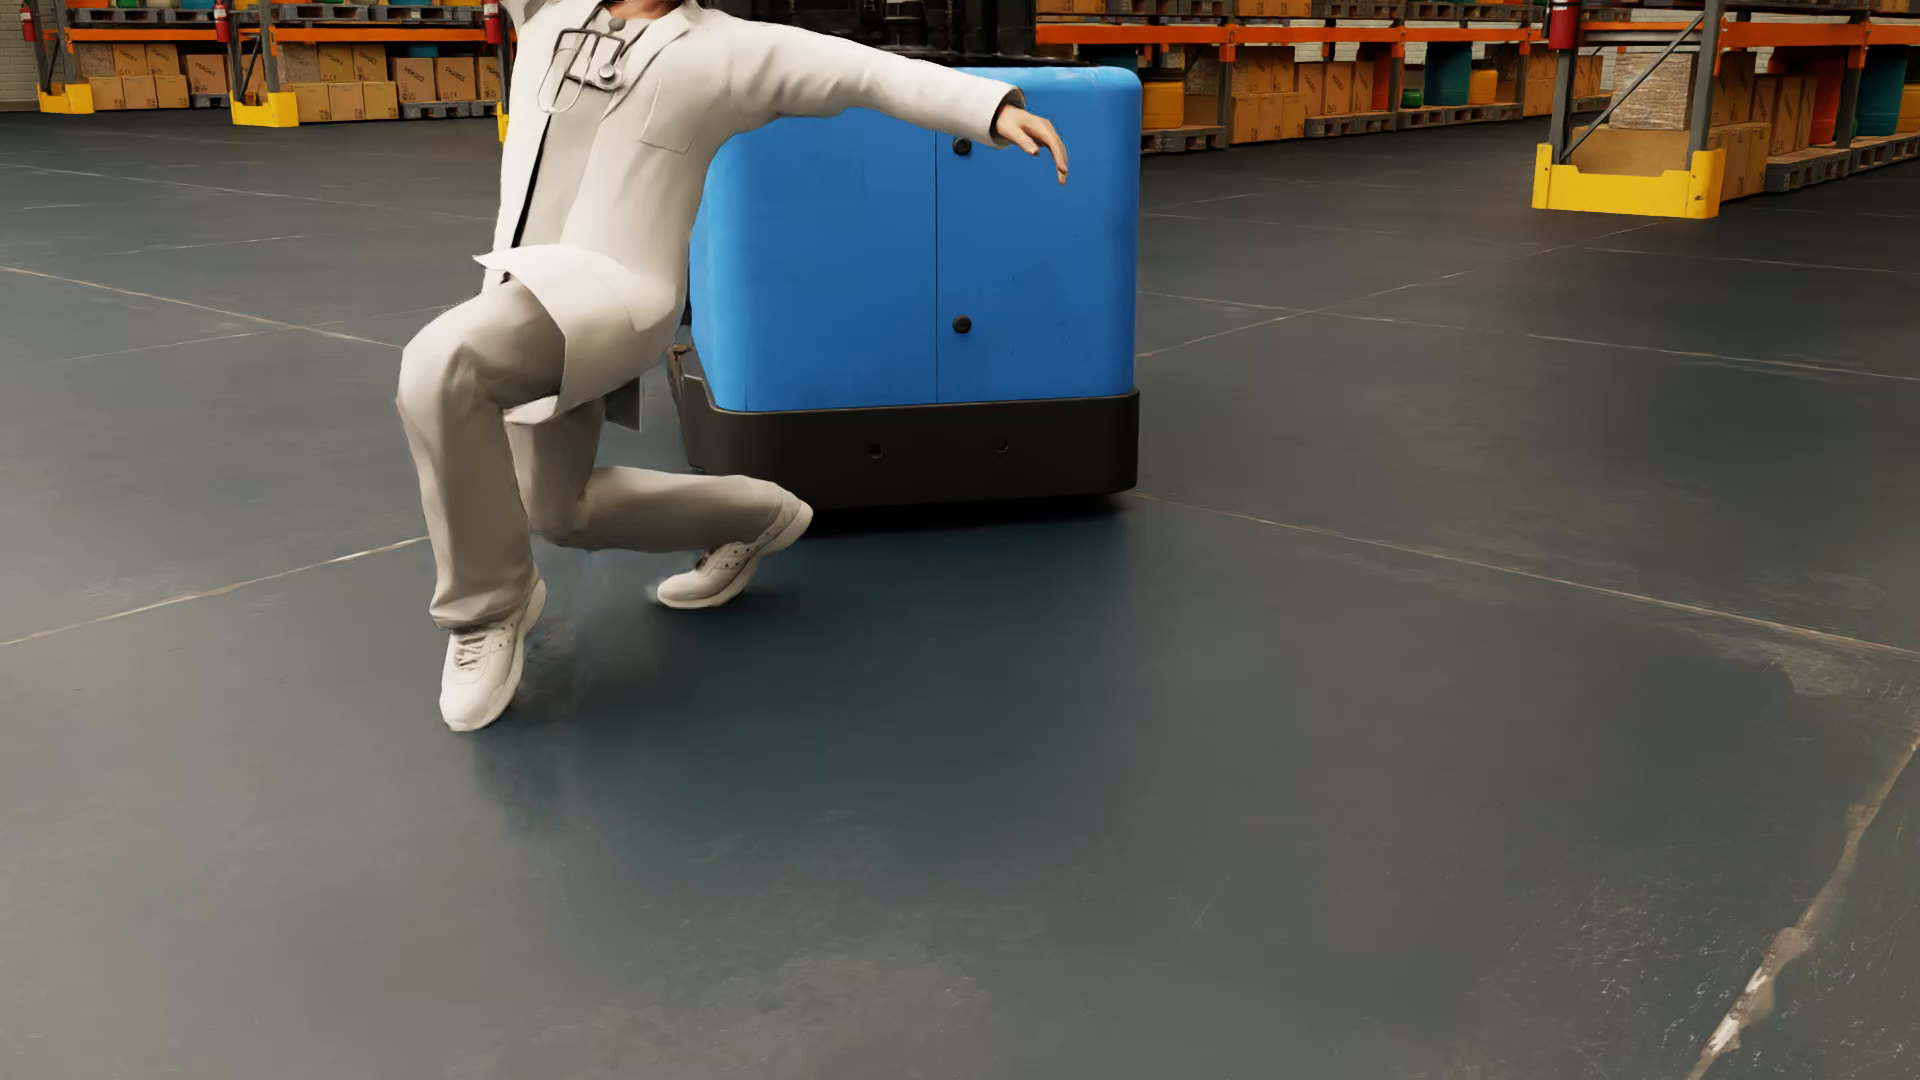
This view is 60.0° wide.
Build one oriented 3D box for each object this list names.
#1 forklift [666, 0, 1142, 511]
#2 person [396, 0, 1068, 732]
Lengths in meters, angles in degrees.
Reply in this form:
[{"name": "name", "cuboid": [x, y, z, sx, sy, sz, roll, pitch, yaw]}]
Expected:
[{"name": "forklift", "cuboid": [-0.369, -1.851, 4.994, 1.130, 2.935, 3.031, -4, 17, -12]}, {"name": "person", "cuboid": [-0.466, -0.463, 2.943, 1.112, 1.497, 0.967, 11, 20, 32]}]
